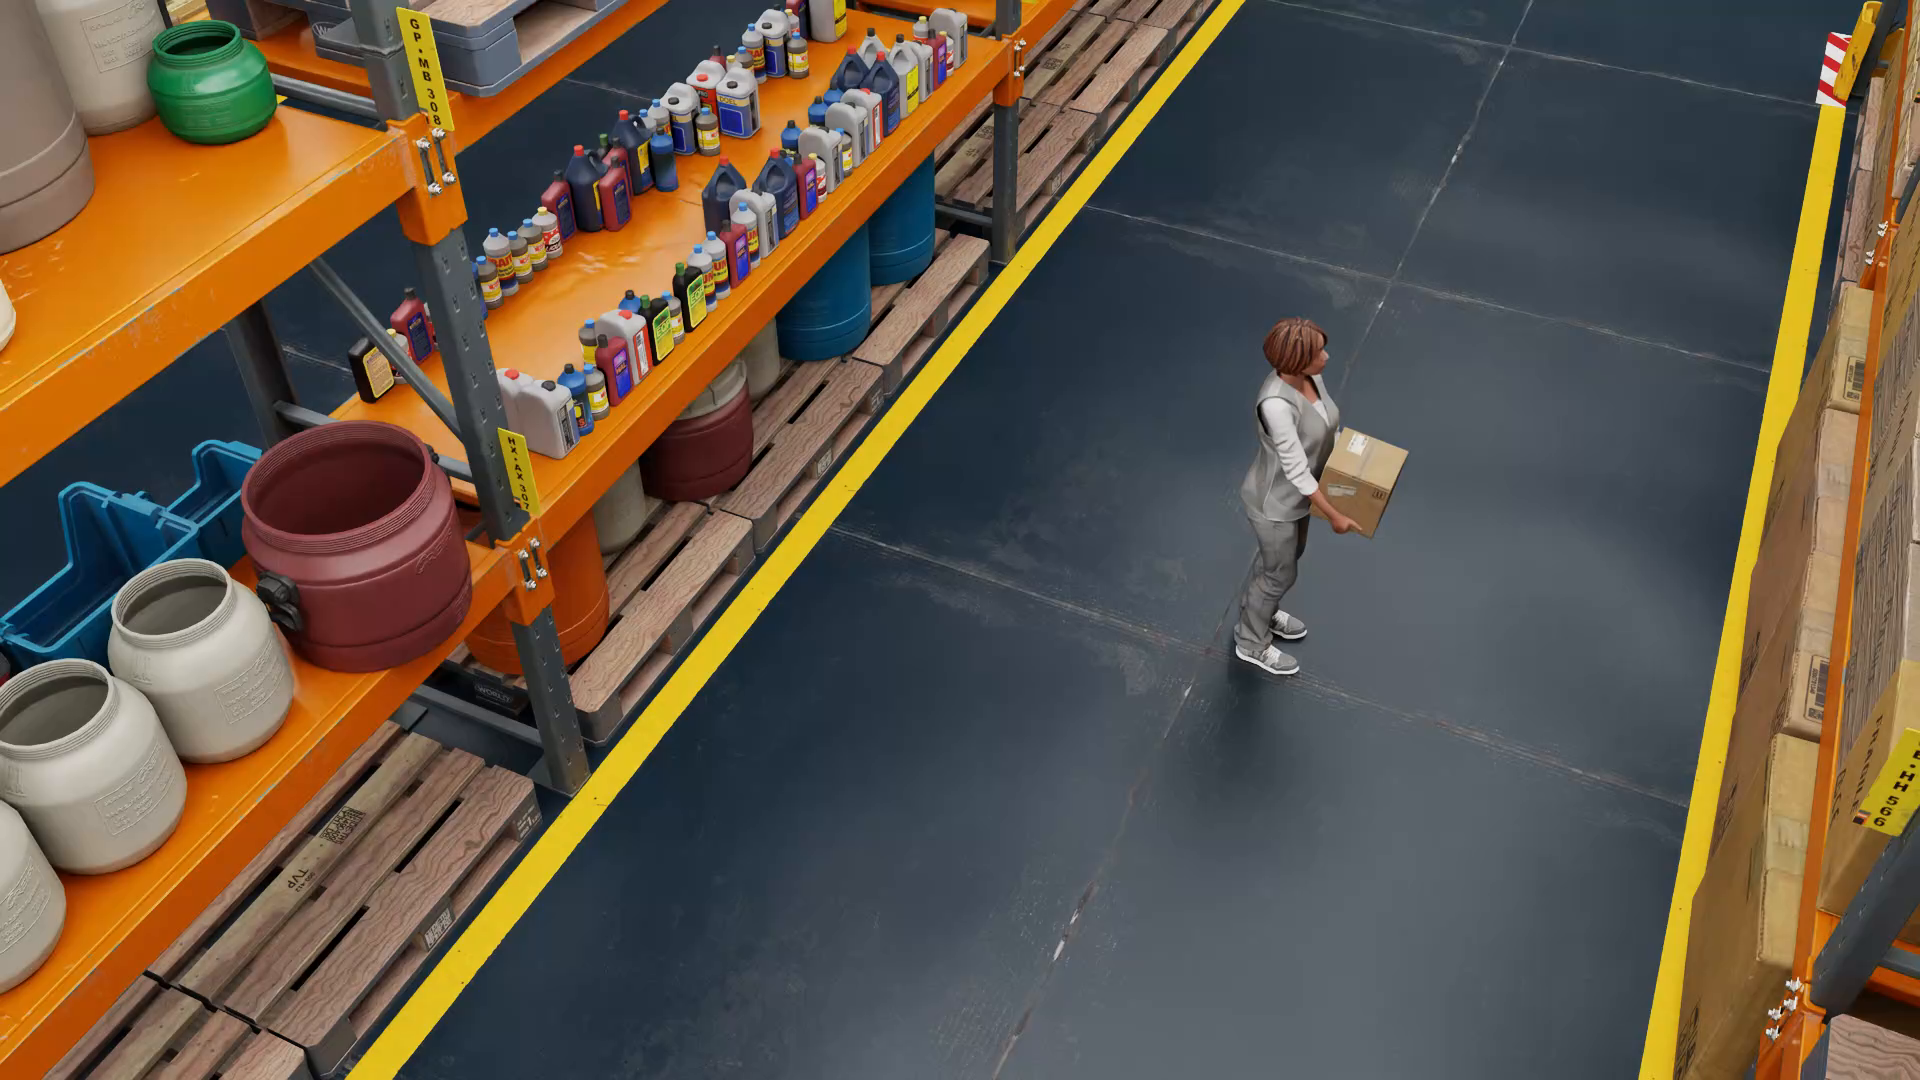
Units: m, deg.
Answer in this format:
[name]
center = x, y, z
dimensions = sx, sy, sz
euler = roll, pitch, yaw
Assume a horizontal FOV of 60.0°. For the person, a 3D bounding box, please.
[person]
center = 1.313, -0.133, 6.328
dimensions = 0.496, 1.576, 0.404
euler = 18, 46, 19
